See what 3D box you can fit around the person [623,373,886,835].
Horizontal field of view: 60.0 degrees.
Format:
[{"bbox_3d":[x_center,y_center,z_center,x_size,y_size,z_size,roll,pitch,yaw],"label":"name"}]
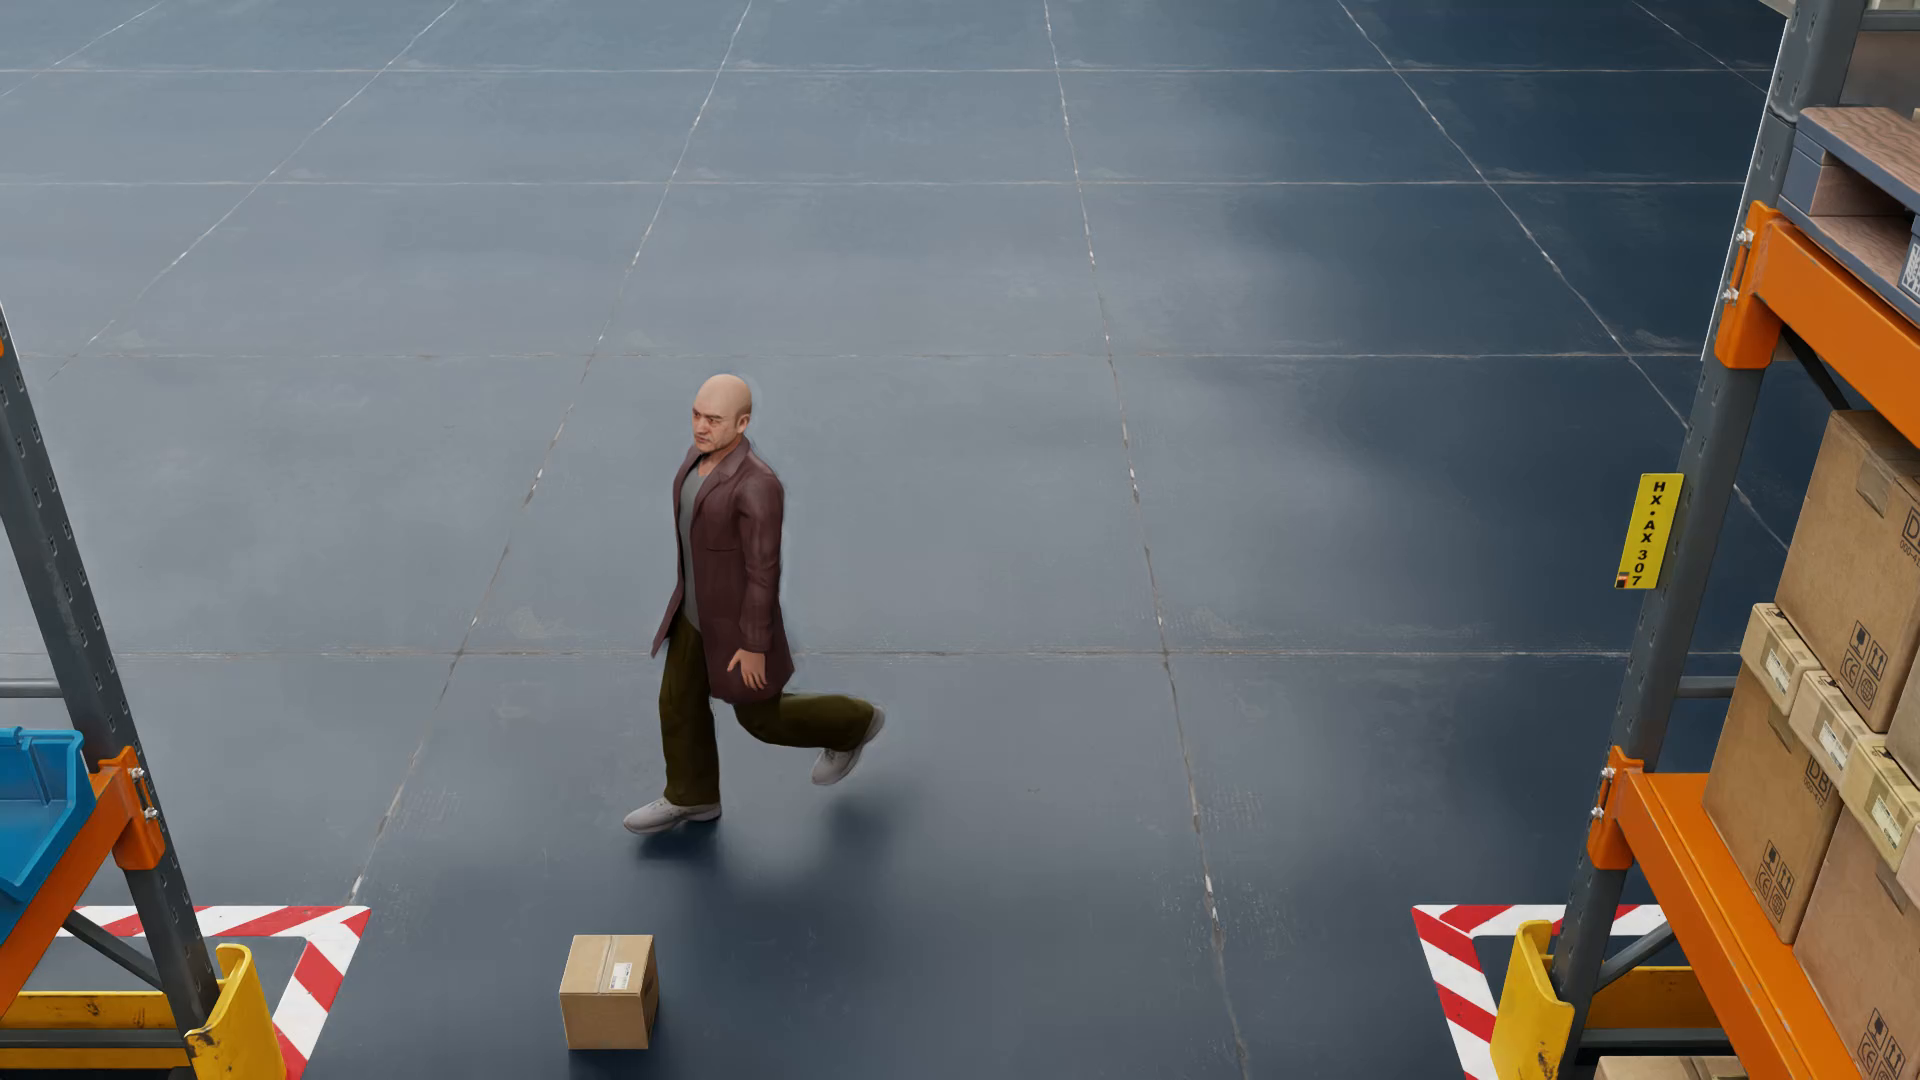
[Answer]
[{"bbox_3d":[-0.762,0.229,5.774,0.994,1.745,0.661,-20,36,-29],"label":"person"}]
